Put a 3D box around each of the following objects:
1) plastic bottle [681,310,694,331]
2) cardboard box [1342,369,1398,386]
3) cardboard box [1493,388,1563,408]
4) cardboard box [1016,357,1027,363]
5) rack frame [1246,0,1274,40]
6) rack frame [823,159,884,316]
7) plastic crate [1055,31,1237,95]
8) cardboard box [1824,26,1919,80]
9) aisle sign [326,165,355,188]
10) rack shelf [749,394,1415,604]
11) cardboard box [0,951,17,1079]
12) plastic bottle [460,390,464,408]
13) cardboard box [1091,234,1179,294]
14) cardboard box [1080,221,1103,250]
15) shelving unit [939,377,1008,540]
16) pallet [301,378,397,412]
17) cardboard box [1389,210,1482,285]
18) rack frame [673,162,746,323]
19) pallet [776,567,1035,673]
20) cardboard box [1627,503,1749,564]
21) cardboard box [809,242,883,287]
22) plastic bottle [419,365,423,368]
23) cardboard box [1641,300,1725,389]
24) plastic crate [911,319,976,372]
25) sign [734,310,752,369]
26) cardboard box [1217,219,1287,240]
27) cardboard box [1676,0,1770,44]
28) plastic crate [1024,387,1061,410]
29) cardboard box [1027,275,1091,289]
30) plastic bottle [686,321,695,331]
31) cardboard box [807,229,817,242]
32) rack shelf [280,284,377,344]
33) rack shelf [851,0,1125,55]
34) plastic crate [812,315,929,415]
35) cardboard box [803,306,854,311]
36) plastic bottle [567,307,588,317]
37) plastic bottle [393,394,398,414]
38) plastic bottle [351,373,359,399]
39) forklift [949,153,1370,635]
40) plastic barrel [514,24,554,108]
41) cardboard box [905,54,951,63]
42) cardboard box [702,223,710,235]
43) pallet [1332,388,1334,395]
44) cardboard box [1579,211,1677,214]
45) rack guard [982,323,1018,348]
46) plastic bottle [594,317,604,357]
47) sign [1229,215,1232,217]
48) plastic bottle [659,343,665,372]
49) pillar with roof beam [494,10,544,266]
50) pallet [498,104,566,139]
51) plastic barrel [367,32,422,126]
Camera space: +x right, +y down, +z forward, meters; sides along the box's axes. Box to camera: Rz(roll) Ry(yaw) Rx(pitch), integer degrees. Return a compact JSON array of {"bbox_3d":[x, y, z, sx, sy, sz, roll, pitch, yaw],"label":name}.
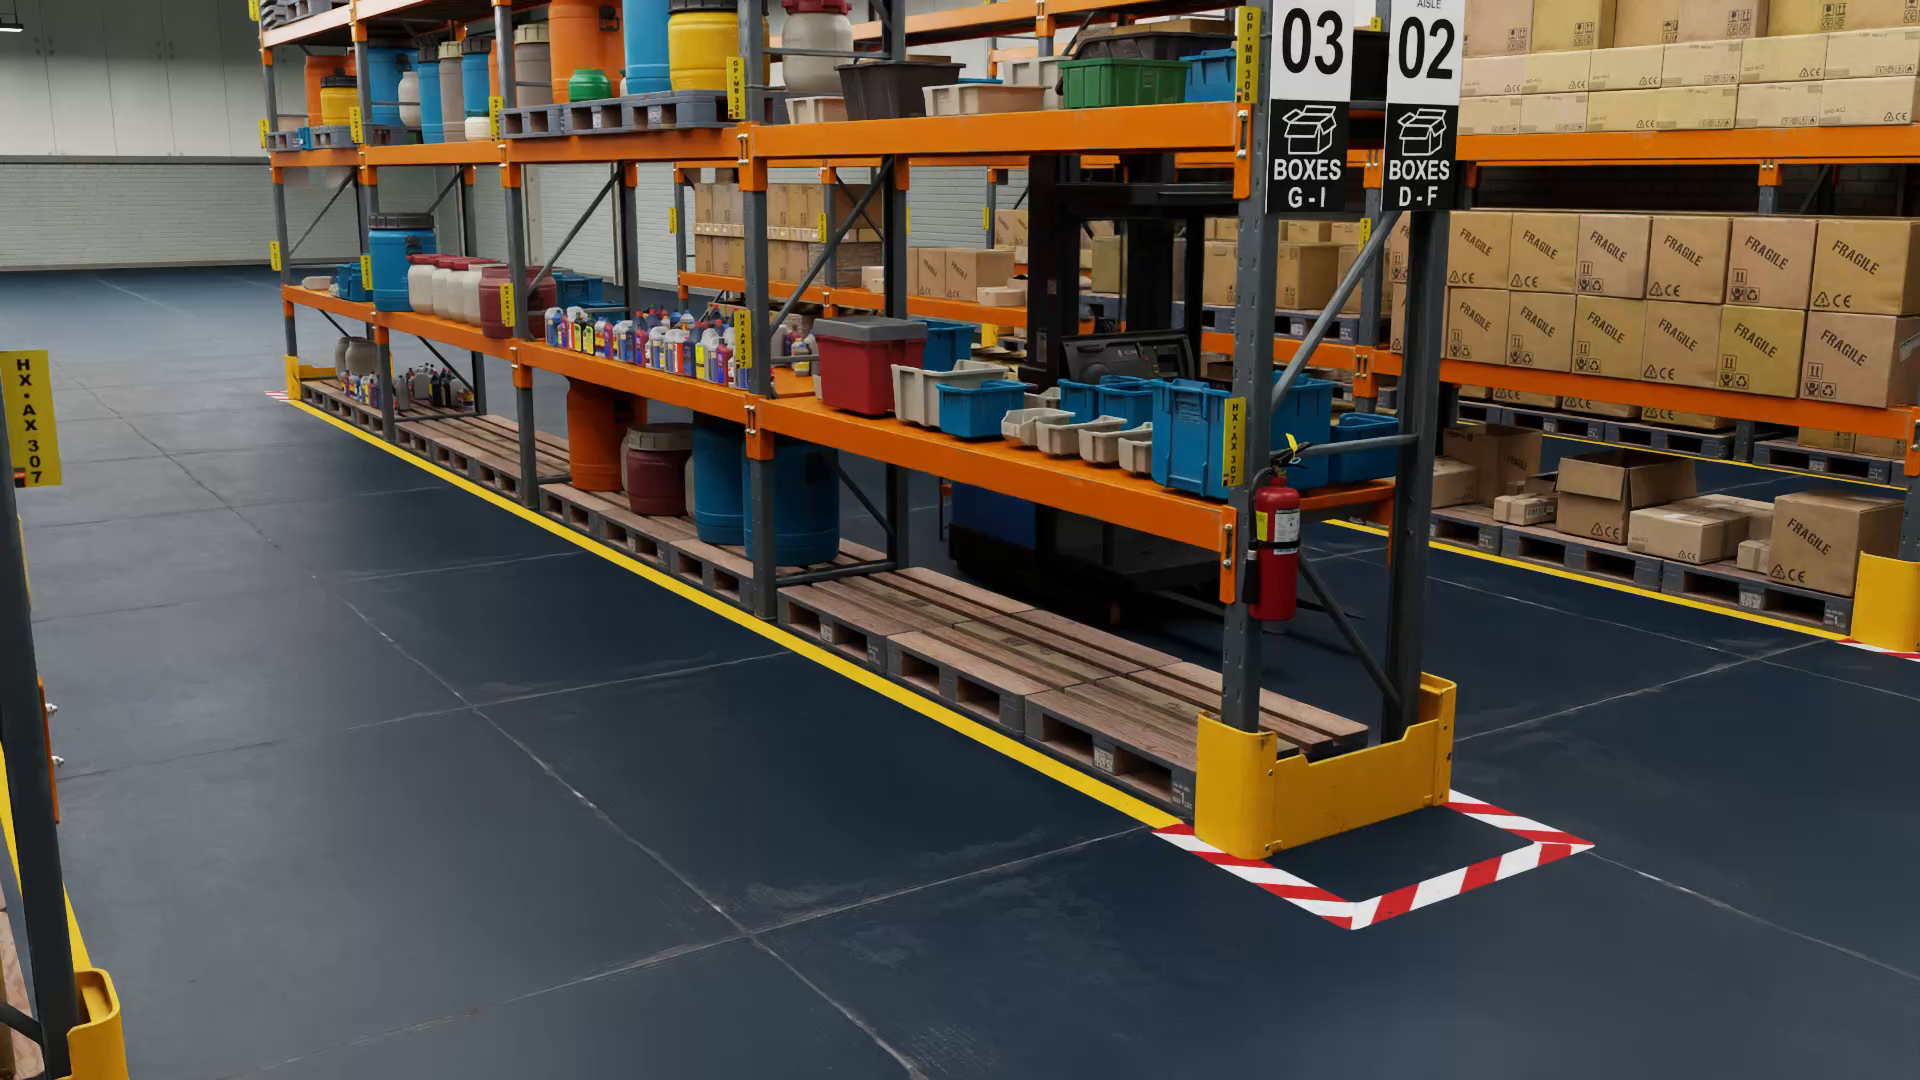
[{"bbox_3d":[-2.006,-1.553,12.243,0.097,0.271,0.097,0,12,0],"label":"plastic bottle"},{"bbox_3d":[4.828,-2.058,19.075,0.700,0.500,0.500,-8,15,-32],"label":"cardboard box"},{"bbox_3d":[6.048,-1.795,17.097,0.750,0.750,0.750,-8,15,-33],"label":"cardboard box"},{"bbox_3d":[0.804,-1.712,16.809,0.500,0.311,0.500,-9,15,-34],"label":"cardboard box"},{"bbox_3d":[1.455,-3.278,5.788,1.000,3.000,0.127,-8,15,-33],"label":"rack frame"},{"bbox_3d":[-1.068,-3.067,18.866,1.000,3.000,0.127,-8,15,-33],"label":"rack frame"},{"bbox_3d":[0.837,-2.087,7.506,0.504,0.338,0.767,-8,15,-33],"label":"plastic crate"},{"bbox_3d":[5.084,-2.631,9.029,0.500,0.250,0.500,-8,15,-33],"label":"cardboard box"},{"bbox_3d":[-7.203,-4.511,19.383,0.394,0.787,0.004,-8,15,-33],"label":"aisle sign"},{"bbox_3d":[0.347,-0.352,8.132,1.077,0.370,4.000,-8,15,-33],"label":"rack shelf"},{"bbox_3d":[-3.090,0.967,4.407,0.875,0.875,0.875,-8,15,-33],"label":"cardboard box"},{"bbox_3d":[-5.062,-1.456,17.019,0.097,0.201,0.097,0,12,0],"label":"plastic bottle"},{"bbox_3d":[1.591,-2.511,15.106,0.500,0.500,0.700,9,15,36],"label":"cardboard box"},{"bbox_3d":[1.983,-4.183,22.519,0.500,0.500,0.500,-9,15,-34],"label":"cardboard box"},{"bbox_3d":[0.092,-0.557,11.599,0.258,1.200,0.503,-8,15,-33],"label":"shelving unit"},{"bbox_3d":[-6.883,-1.678,19.039,1.003,0.211,1.213,-8,15,-33],"label":"pallet"},{"bbox_3d":[3.391,-2.065,11.707,0.500,0.500,0.500,-8,14,-31],"label":"cardboard box"},{"bbox_3d":[-3.284,-3.779,22.119,1.000,3.000,0.127,-8,15,-33],"label":"rack frame"},{"bbox_3d":[-0.322,0.430,9.403,1.003,0.211,1.213,-8,15,-33],"label":"pallet"},{"bbox_3d":[4.573,-0.045,10.451,0.500,0.250,0.500,-8,15,-33],"label":"cardboard box"},{"bbox_3d":[-1.319,-3.194,19.213,0.700,0.500,0.500,-9,15,-34],"label":"cardboard box"},{"bbox_3d":[-5.948,-1.787,18.343,0.061,0.283,0.133,-8,14,-31],"label":"plastic bottle"},{"bbox_3d":[4.543,-1.211,10.142,0.500,0.500,0.500,-8,15,-32],"label":"cardboard box"},{"bbox_3d":[-0.219,-1.038,9.482,0.392,0.384,0.575,-8,15,-33],"label":"plastic crate"},{"bbox_3d":[-1.220,-1.129,9.356,0.100,0.325,0.005,-8,15,-33],"label":"sign"},{"bbox_3d":[3.611,-3.723,20.602,0.700,0.500,0.500,-6,14,-27],"label":"cardboard box"},{"bbox_3d":[4.709,-3.200,9.879,0.700,0.500,0.500,-8,15,-33],"label":"cardboard box"},{"bbox_3d":[0.454,-0.685,8.450,0.293,0.136,0.466,-8,15,-33],"label":"plastic crate"},{"bbox_3d":[0.983,-2.382,15.942,0.500,0.311,0.500,-7,14,-29],"label":"cardboard box"},{"bbox_3d":[-1.952,-1.501,12.171,0.097,0.201,0.097,0,12,0],"label":"plastic bottle"},{"bbox_3d":[-1.532,-3.500,19.093,0.380,0.149,0.250,-8,15,-34],"label":"cardboard box"},{"bbox_3d":[-6.302,-2.486,17.891,1.077,0.370,4.000,-8,15,-33],"label":"rack shelf"},{"bbox_3d":[0.040,-5.095,16.718,1.077,0.370,4.000,-8,15,-33],"label":"rack shelf"},{"bbox_3d":[-0.476,-0.931,8.807,0.402,0.464,0.583,-8,15,-33],"label":"plastic crate"},{"bbox_3d":[-1.619,-2.593,20.395,0.500,0.500,0.500,-8,15,-33],"label":"cardboard box"},{"bbox_3d":[-2.880,-1.612,12.504,0.152,0.276,0.135,-8,15,-33],"label":"plastic bottle"},{"bbox_3d":[-5.654,-1.357,16.566,0.097,0.201,0.097,0,12,0],"label":"plastic bottle"},{"bbox_3d":[-6.420,-1.637,17.682,0.097,0.271,0.097,0,12,0],"label":"plastic bottle"},{"bbox_3d":[1.127,-1.041,9.763,1.130,2.935,3.031,-8,14,-31],"label":"forklift"},{"bbox_3d":[-3.252,-3.652,13.346,0.600,0.901,0.600,0,12,0],"label":"plastic barrel"},{"bbox_3d":[-0.424,-4.818,17.463,0.500,0.500,0.500,-6,14,-27],"label":"cardboard box"},{"bbox_3d":[-3.098,-4.002,21.390,0.380,0.149,0.250,-9,15,-34],"label":"cardboard box"},{"bbox_3d":[4.166,-1.936,20.223,1.003,0.211,1.213,-8,15,-33],"label":"pallet"},{"bbox_3d":[4.425,-1.942,11.146,0.500,0.500,0.500,-8,15,-32],"label":"cardboard box"},{"bbox_3d":[0.880,-3.131,25.009,1.175,0.500,0.348,-8,15,-33],"label":"rack guard"},{"bbox_3d":[-2.507,-1.421,11.640,0.097,0.271,0.097,0,12,0],"label":"plastic bottle"},{"bbox_3d":[3.514,-4.286,21.730,0.100,0.325,0.005,-8,15,-33],"label":"sign"},{"bbox_3d":[-1.892,-1.190,10.745,0.097,0.201,0.097,0,12,0],"label":"plastic bottle"},{"bbox_3d":[-14.936,-11.033,41.250,9.100,9.000,0.548,-8,15,-33],"label":"pillar with roof beam"},{"bbox_3d":[-2.635,-2.996,11.960,1.003,0.211,1.213,-8,15,-33],"label":"pallet"},{"bbox_3d":[-5.656,-4.587,16.637,0.600,0.901,0.708,-8,15,-33],"label":"plastic barrel"}]
